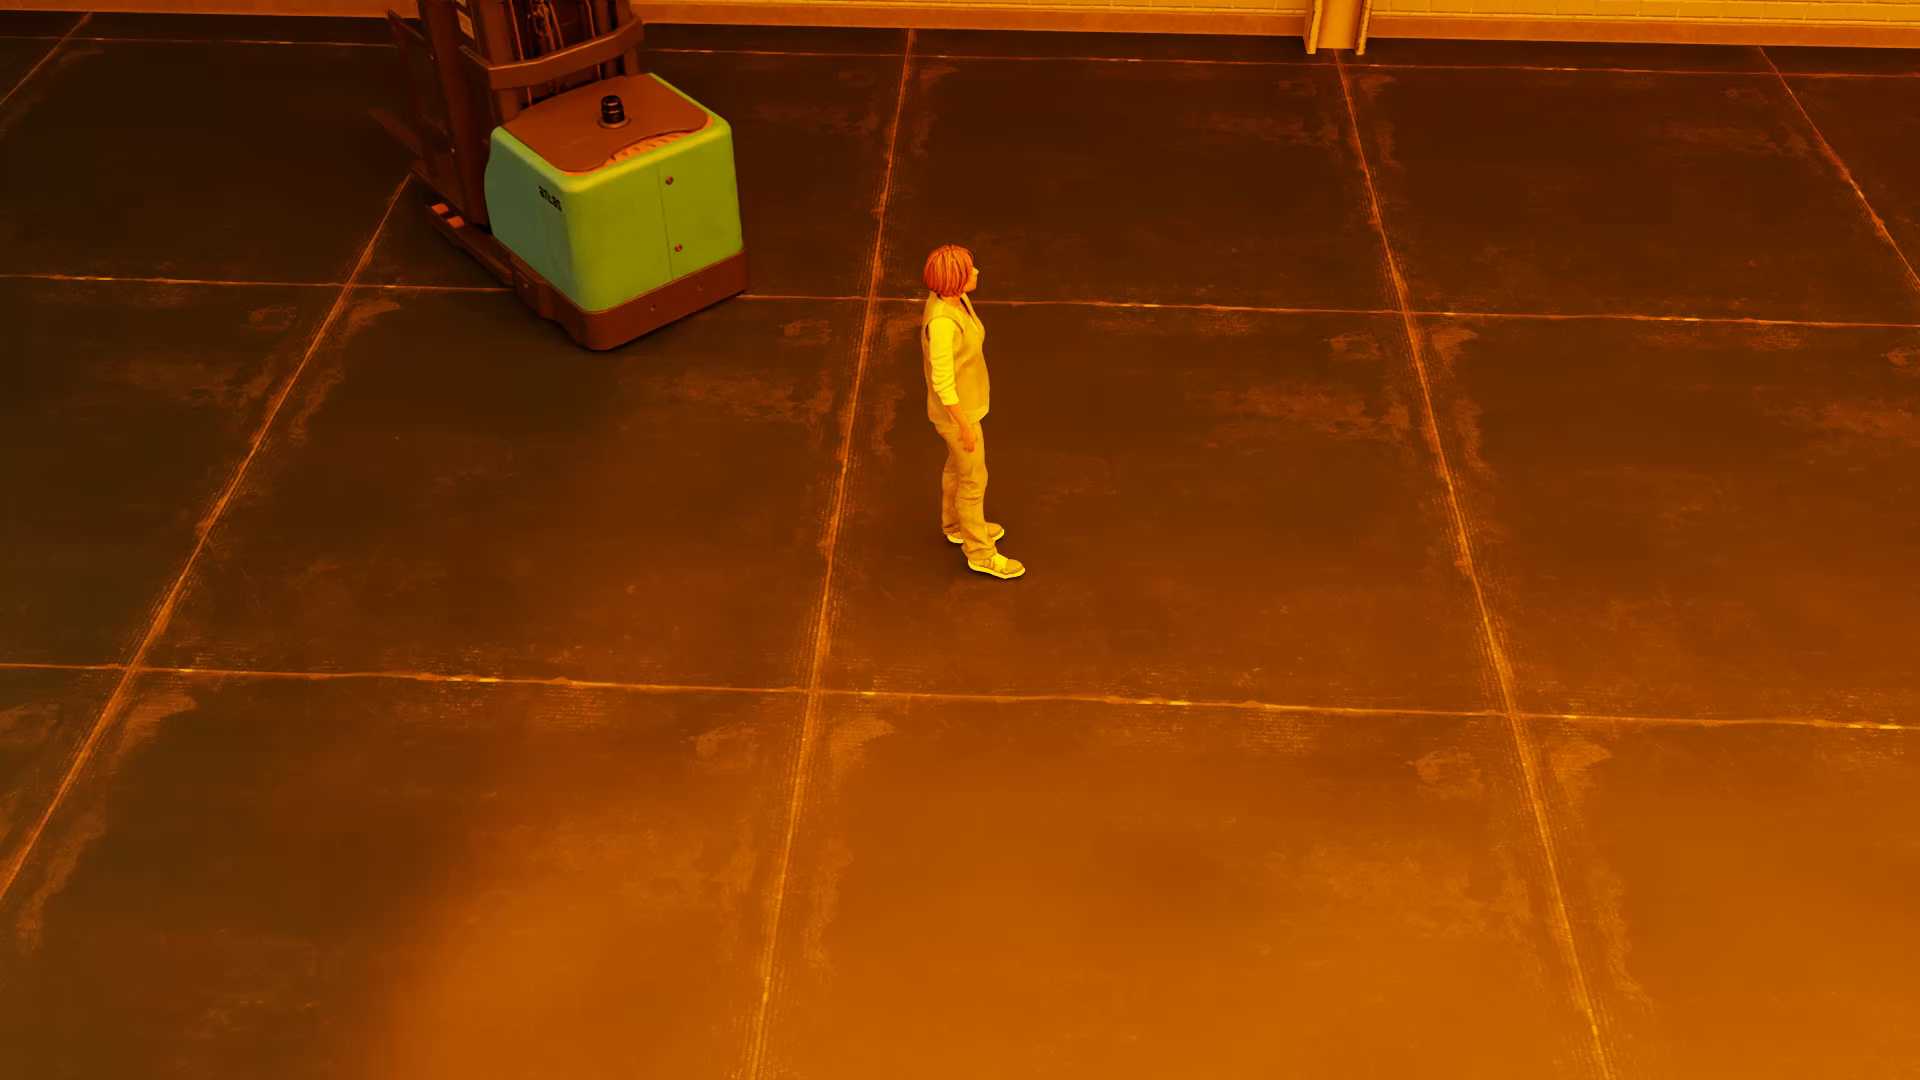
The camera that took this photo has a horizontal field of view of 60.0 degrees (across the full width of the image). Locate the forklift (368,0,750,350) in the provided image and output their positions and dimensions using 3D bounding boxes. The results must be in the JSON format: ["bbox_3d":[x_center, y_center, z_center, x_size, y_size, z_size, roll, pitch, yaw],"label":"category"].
[{"bbox_3d":[-2.529,-3.021,9.052,1.130,2.935,3.031,-30,50,-29],"label":"forklift"}]

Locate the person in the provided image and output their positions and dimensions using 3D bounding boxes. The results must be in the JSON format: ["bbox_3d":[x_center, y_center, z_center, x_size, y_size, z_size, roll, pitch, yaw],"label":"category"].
[{"bbox_3d":[0.074,-0.584,7.360,0.473,1.599,0.521,2,42,2],"label":"person"}]
